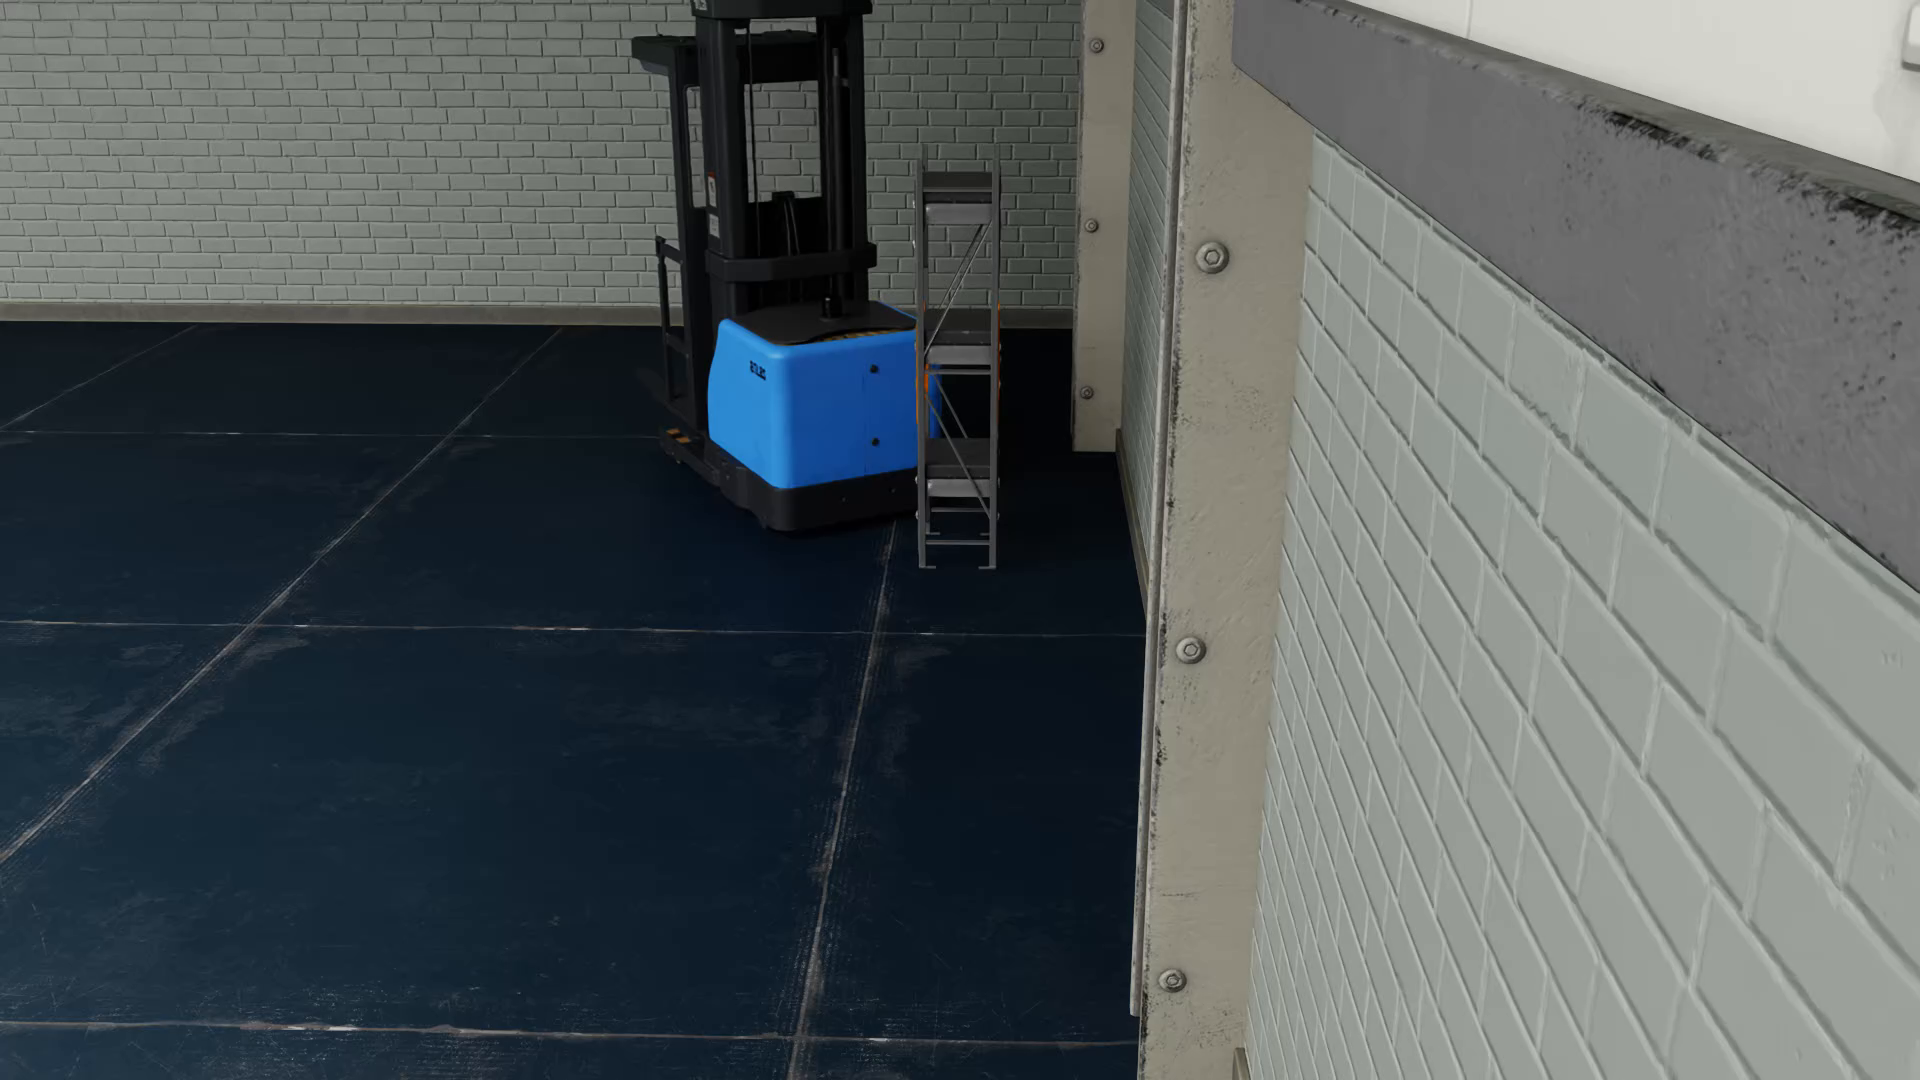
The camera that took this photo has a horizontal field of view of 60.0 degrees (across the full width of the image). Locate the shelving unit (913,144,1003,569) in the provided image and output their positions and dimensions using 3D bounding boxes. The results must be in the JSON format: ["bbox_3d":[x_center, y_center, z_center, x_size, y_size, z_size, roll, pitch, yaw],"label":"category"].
[{"bbox_3d":[-0.005,-0.919,8.495,0.431,2.100,0.503,1,21,2],"label":"shelving unit"}]

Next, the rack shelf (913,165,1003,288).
[{"bbox_3d":[-0.005,-1.559,8.247,0.431,0.518,0.480,1,21,2],"label":"rack shelf"}]

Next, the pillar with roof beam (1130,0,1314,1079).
[{"bbox_3d":[-3.619,-2.703,3.556,9.100,9.000,0.400,1,21,2],"label":"pillar with roof beam"}]

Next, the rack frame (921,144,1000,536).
[{"bbox_3d":[0.002,-1.007,8.722,0.400,2.100,0.015,1,21,2],"label":"rack frame"}]

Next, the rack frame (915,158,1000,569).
[{"bbox_3d":[-0.012,-0.831,8.267,0.400,2.100,0.015,1,21,2],"label":"rack frame"}]

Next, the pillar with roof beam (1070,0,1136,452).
[{"bbox_3d":[-3.436,-4.873,9.147,9.100,9.000,0.400,1,21,2],"label":"pillar with roof beam"}]

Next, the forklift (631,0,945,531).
[{"bbox_3d":[-1.227,-1.903,9.881,1.130,2.935,3.031,-11,24,-26],"label":"forklift"}]

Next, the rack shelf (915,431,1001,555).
[{"bbox_3d":[-0.005,-0.254,8.753,0.431,0.518,0.480,1,21,2],"label":"rack shelf"}]

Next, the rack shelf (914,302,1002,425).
[{"bbox_3d":[-0.005,-0.906,8.500,0.431,0.518,0.480,1,21,2],"label":"rack shelf"}]
